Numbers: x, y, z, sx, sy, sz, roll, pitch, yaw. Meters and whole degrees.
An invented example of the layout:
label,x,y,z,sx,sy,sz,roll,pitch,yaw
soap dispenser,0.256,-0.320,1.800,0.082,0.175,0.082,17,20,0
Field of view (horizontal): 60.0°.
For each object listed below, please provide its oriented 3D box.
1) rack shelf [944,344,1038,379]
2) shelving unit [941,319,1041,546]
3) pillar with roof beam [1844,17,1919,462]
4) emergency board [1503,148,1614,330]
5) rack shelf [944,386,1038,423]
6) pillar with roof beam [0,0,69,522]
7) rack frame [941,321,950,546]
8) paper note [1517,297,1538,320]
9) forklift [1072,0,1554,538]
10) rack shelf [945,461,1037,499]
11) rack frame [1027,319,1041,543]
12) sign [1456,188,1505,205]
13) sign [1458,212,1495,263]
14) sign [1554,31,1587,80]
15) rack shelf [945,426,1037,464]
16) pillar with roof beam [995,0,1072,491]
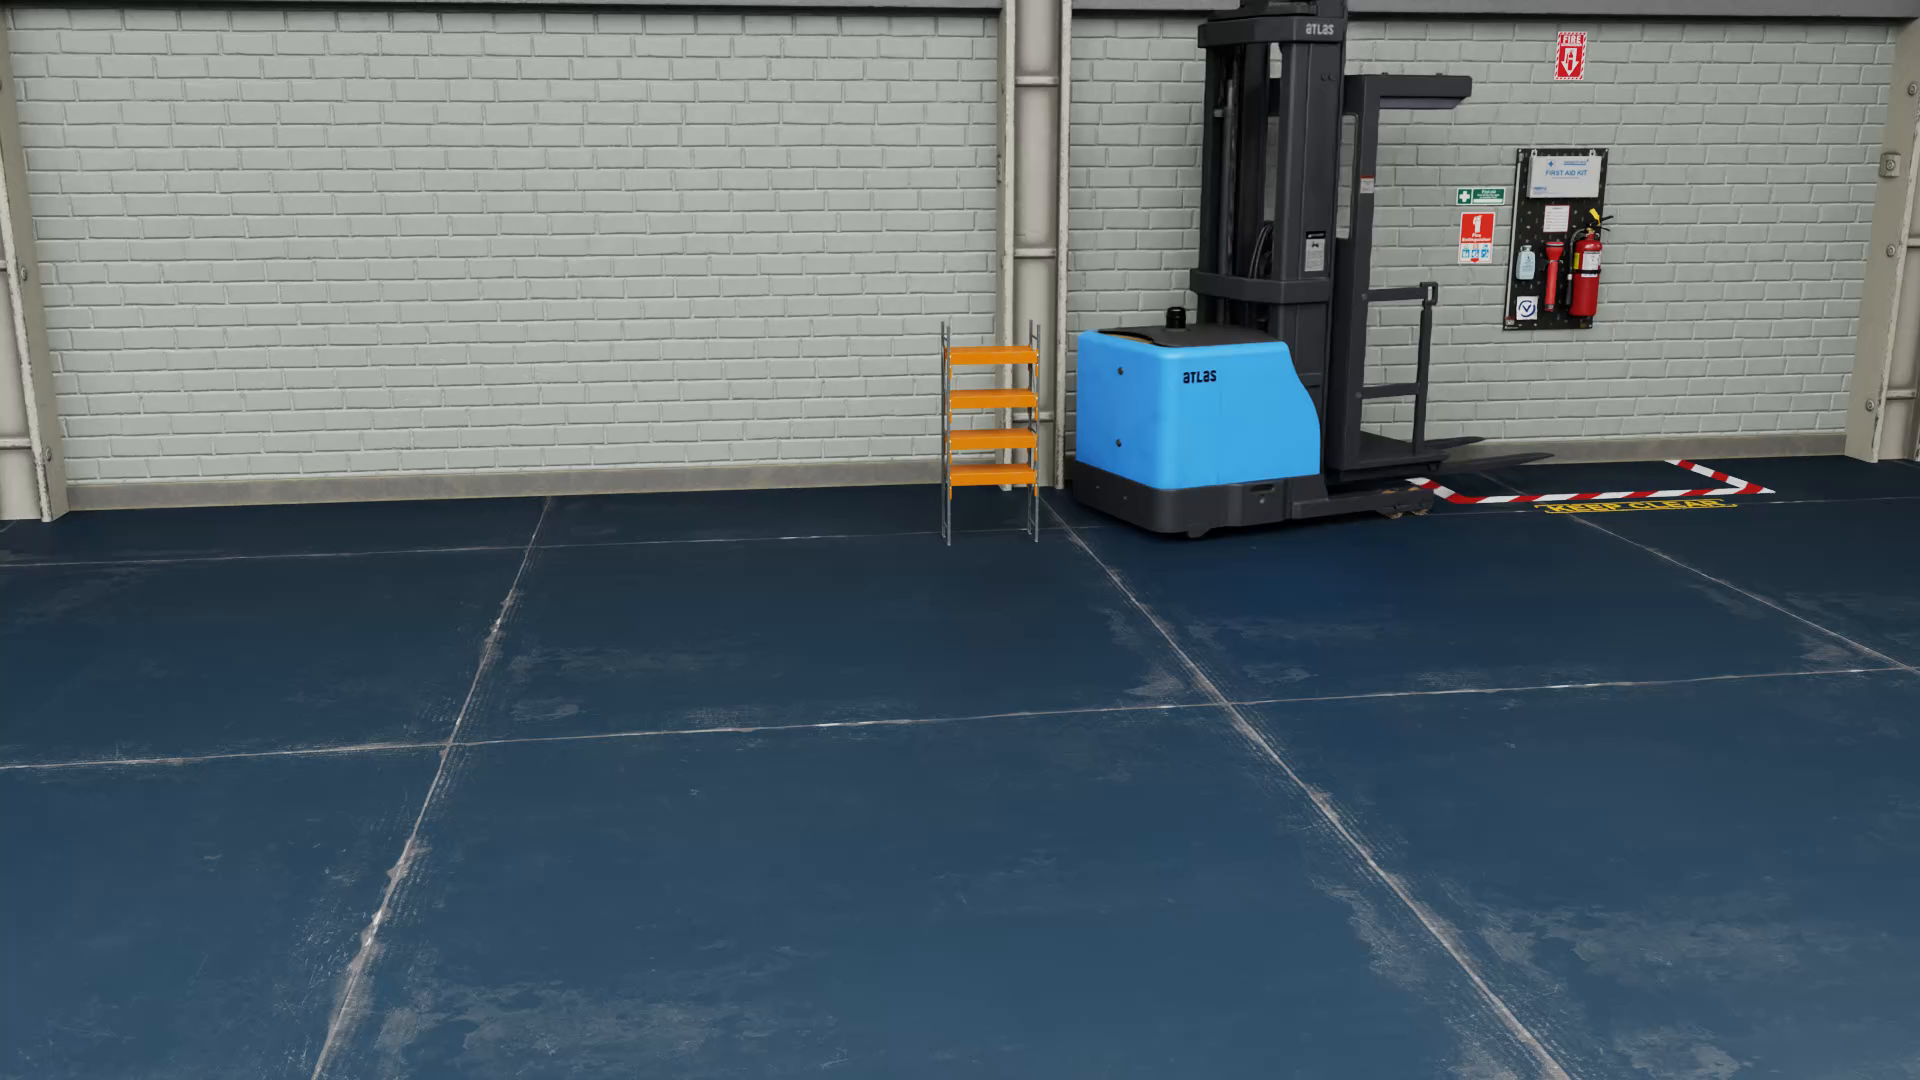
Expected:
label,x,y,z,sx,sy,sz,roll,pitch,yaw
rack shelf,0.164,-0.969,9.004,0.480,0.148,0.258,-2,14,-8
shelving unit,0.164,-0.588,9.100,0.503,1.200,0.258,-2,14,-8
pillar with roof beam,7.017,-3.902,6.280,0.400,9.000,9.100,-2,14,-8
emergency board,3.927,-1.947,10.818,0.643,1.169,0.194,-2,14,-8
rack shelf,0.164,-0.740,9.062,0.480,0.148,0.258,-2,14,-8
pillar with roof beam,-4.849,-3.467,4.546,0.400,9.000,9.100,-2,14,-8
rack frame,-0.078,-0.579,9.065,0.015,1.200,0.240,-2,14,-8
paper note,3.741,-1.530,10.966,0.142,0.148,0.016,-2,14,-8
forklift,2.226,-1.654,9.793,3.031,2.935,1.130,-7,16,-25
rack shelf,0.164,-0.330,9.164,0.480,0.148,0.258,-2,14,-8
rack frame,0.405,-0.597,9.135,0.015,1.200,0.240,-2,14,-8
sign,3.370,-2.224,10.761,0.331,0.109,0.001,-2,14,-8
sign,3.365,-1.969,10.833,0.234,0.329,0.001,-2,14,-8
sign,3.904,-3.095,10.631,0.199,0.298,0.001,-2,14,-8
rack shelf,0.164,-0.523,9.116,0.480,0.148,0.258,-2,14,-8
pillar with roof beam,1.084,-3.684,5.413,0.400,9.000,9.100,-2,14,-8
